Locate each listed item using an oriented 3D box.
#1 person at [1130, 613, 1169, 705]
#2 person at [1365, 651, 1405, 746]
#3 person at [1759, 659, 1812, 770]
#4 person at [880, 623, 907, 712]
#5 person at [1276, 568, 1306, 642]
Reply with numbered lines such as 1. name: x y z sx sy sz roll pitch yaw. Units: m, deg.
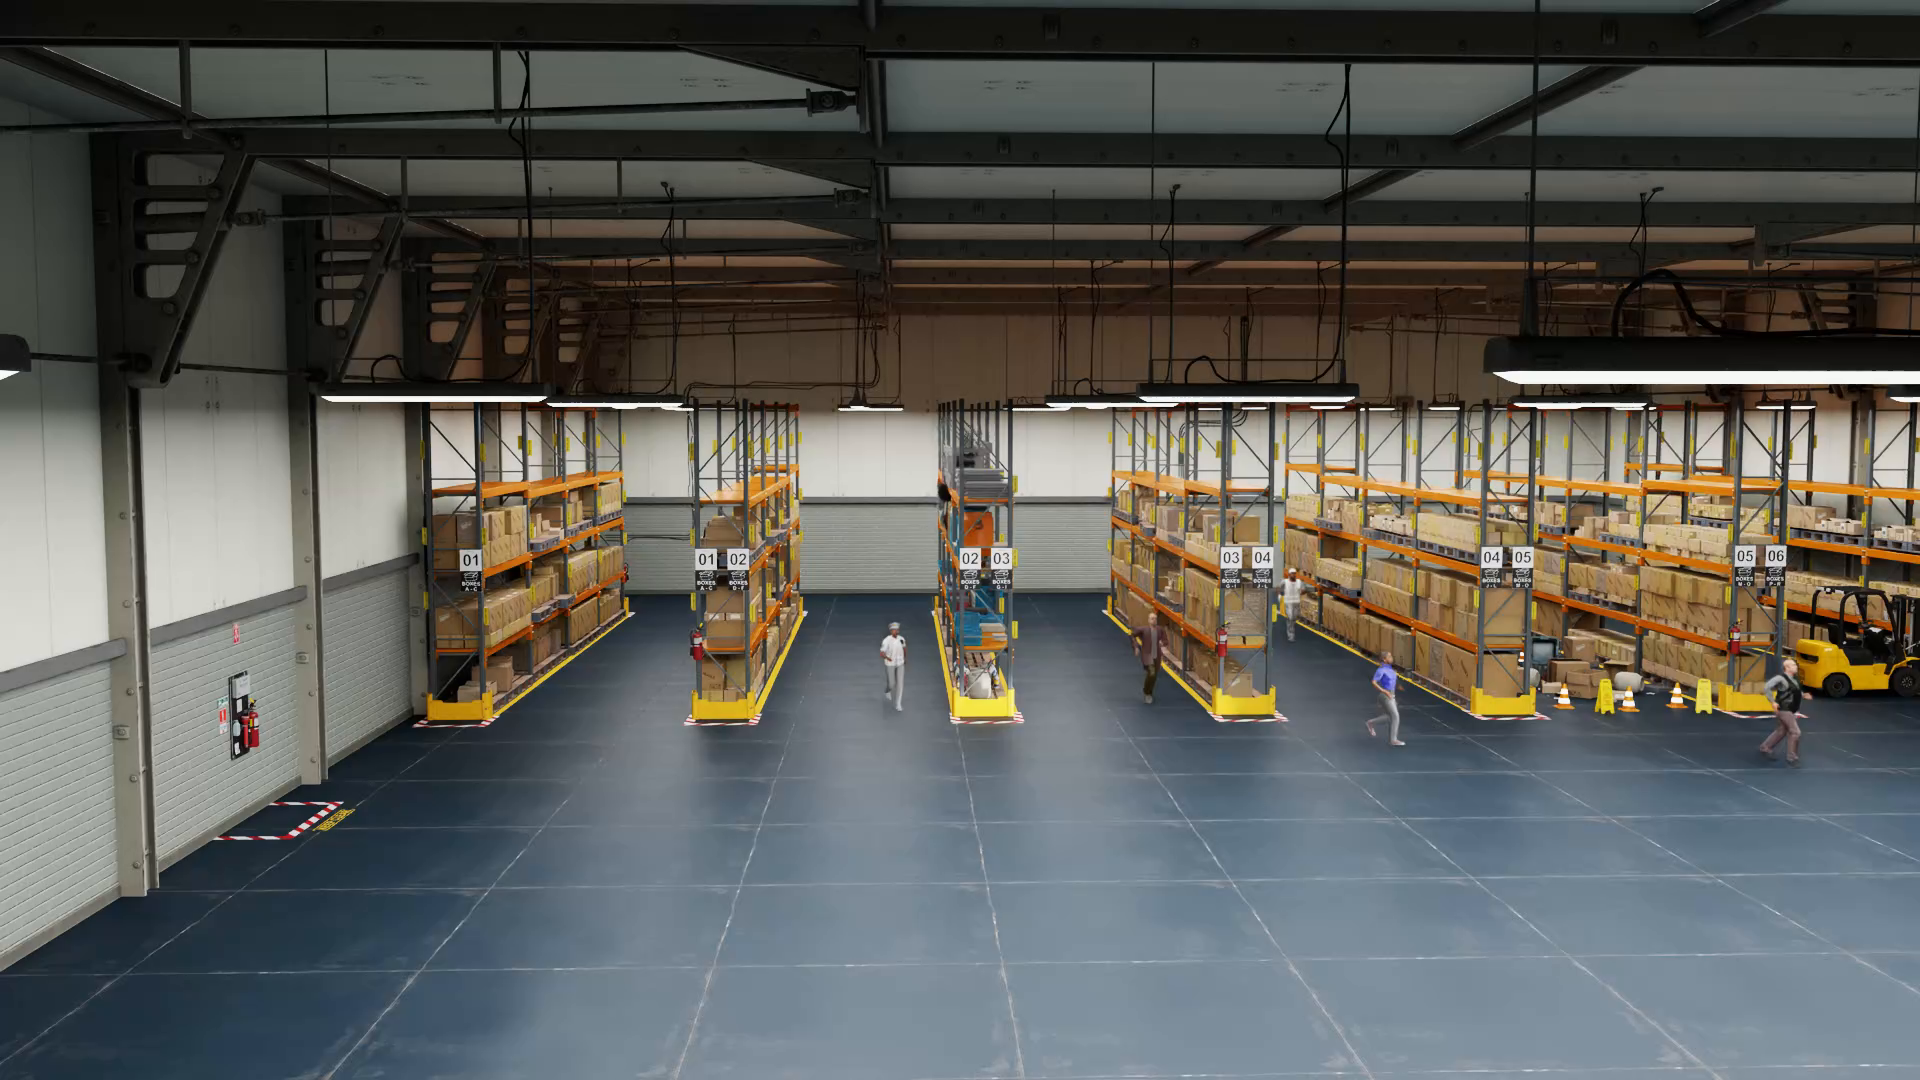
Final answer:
1. person: 3.787 2.344 32.875 0.684 1.804 0.743 -2 5 -20
2. person: 7.357 2.727 28.806 0.749 1.613 0.585 3 5 35
3. person: 13.419 2.821 27.043 0.644 1.761 0.793 -4 6 -44
4. person: -1.273 2.434 32.297 0.579 1.692 0.851 -1 5 -17
5. person: 8.405 1.619 42.112 0.671 1.827 0.873 -1 4 -7
